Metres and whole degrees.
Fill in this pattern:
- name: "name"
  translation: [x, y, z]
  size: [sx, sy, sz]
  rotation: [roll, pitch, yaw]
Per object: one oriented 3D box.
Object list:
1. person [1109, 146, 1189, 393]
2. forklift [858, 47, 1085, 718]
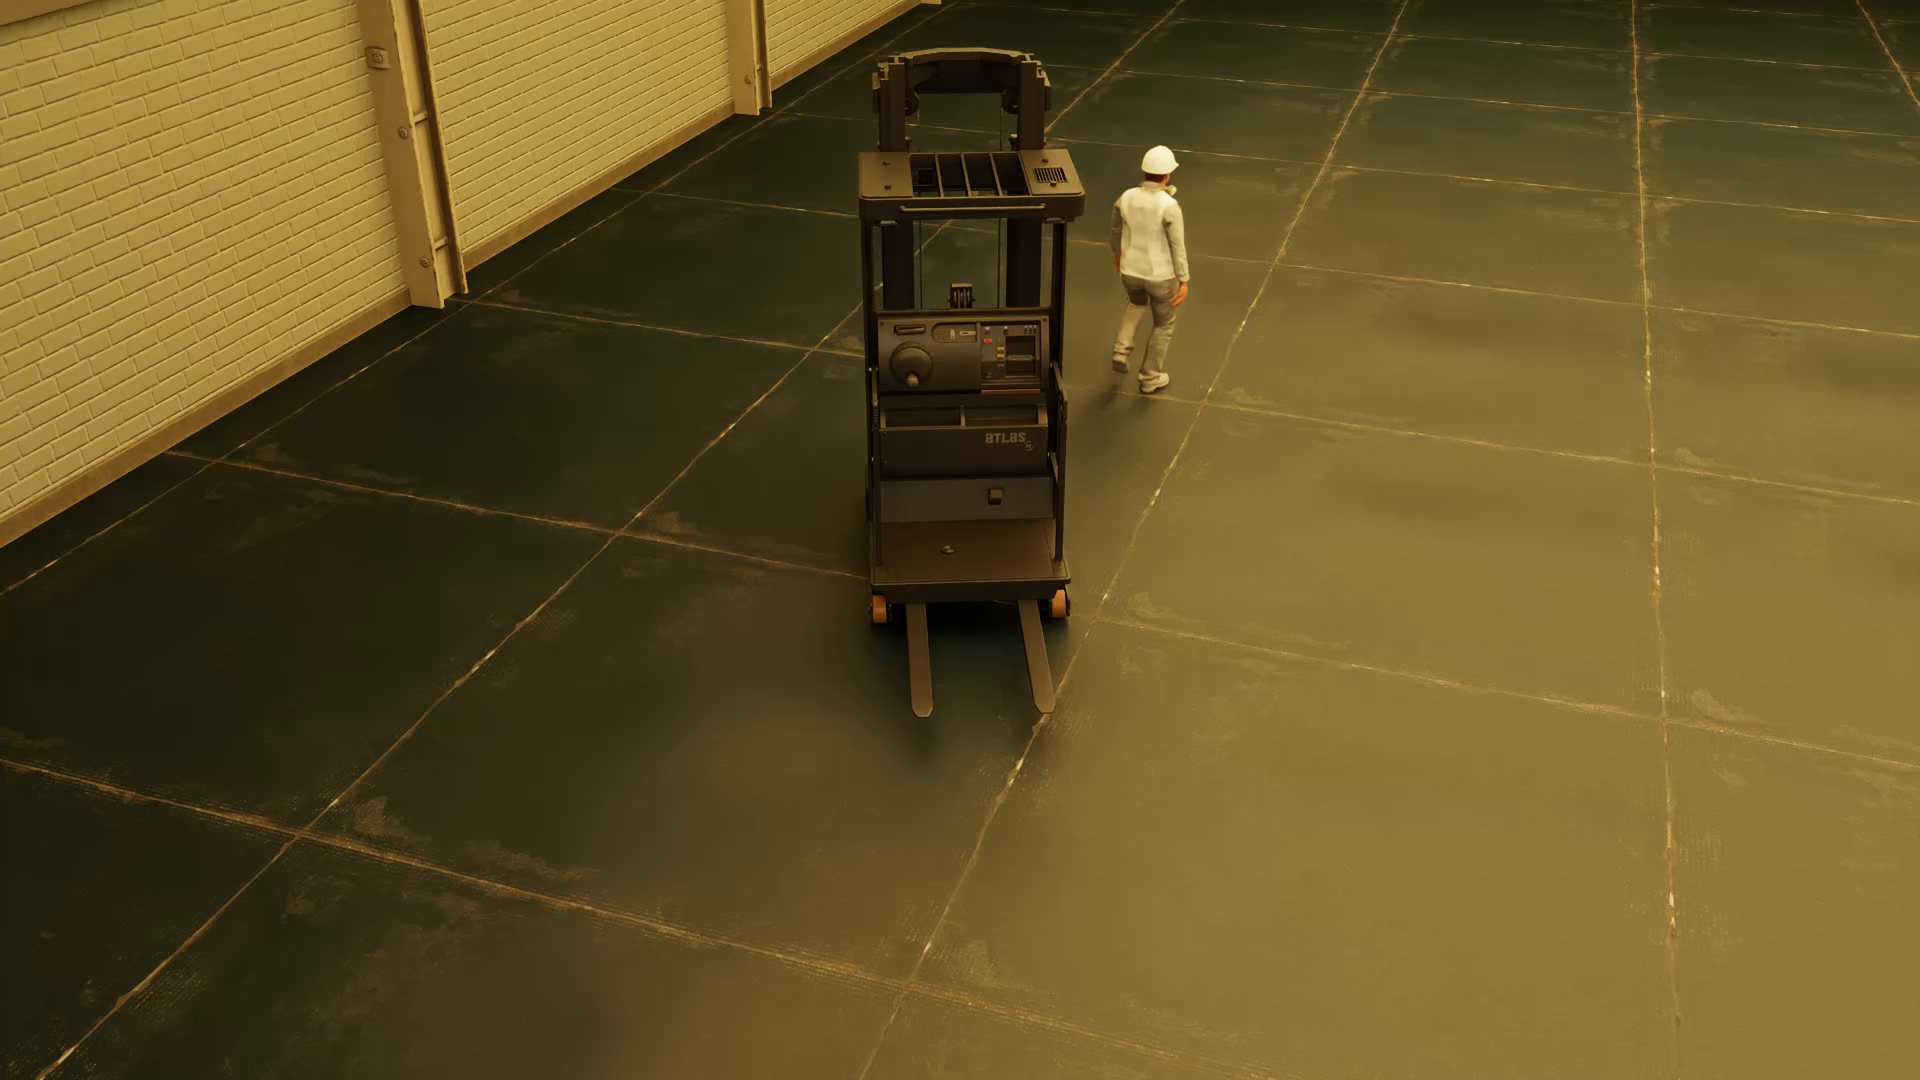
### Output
- name: "person"
  translation: [1.356, -1.911, 11.678]
  size: [0.674, 1.753, 0.468]
  rotation: [20, 35, 31]
- name: "forklift"
  translation: [0.035, -0.972, 8.842]
  size: [1.130, 2.935, 3.031]
  rotation: [-2, 30, -3]
